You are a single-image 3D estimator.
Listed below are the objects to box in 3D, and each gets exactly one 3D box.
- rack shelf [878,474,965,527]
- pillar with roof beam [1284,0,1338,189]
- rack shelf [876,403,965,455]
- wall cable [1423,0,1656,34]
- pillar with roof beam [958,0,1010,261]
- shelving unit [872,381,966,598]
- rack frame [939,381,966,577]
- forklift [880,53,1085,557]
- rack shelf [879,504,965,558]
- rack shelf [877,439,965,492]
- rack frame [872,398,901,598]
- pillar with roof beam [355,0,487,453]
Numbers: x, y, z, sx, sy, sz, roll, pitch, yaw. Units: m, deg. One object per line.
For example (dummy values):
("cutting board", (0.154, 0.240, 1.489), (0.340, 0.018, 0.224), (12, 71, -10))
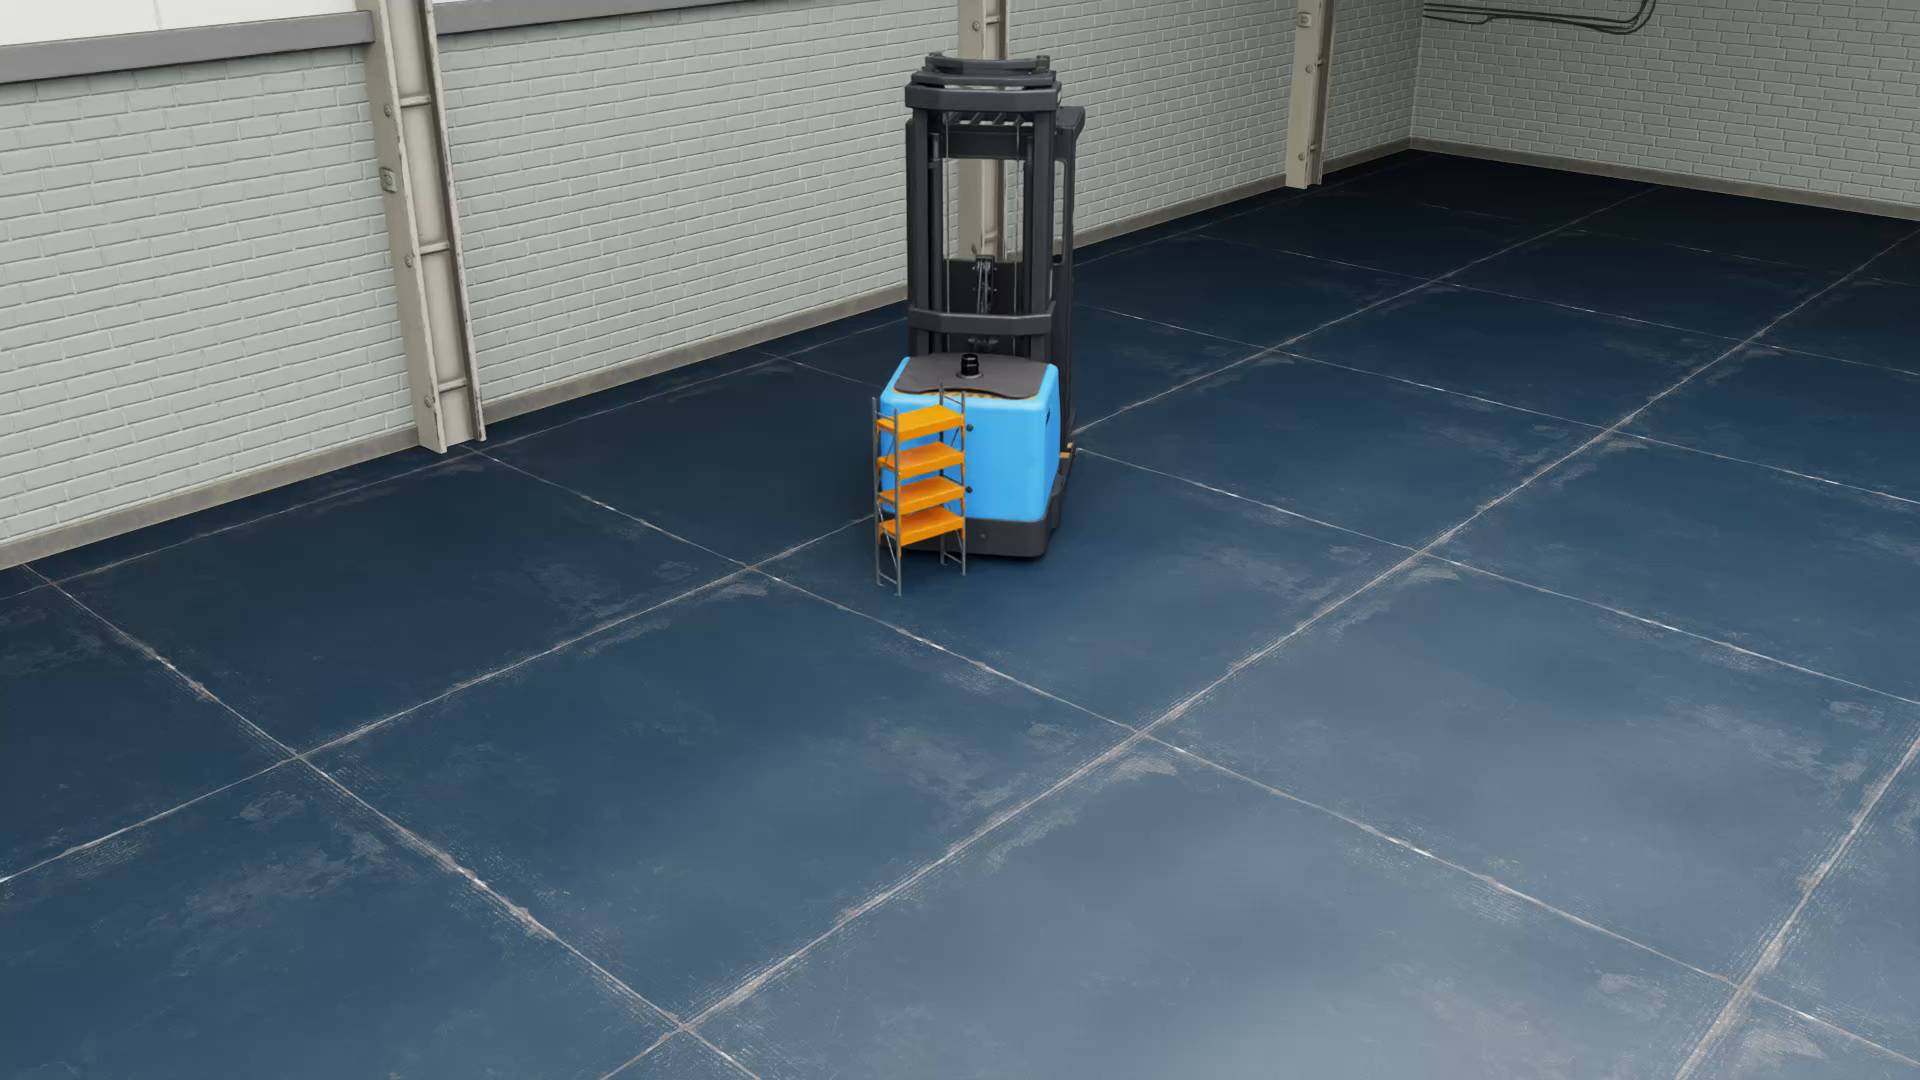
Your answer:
("rack shelf", (-0.239, -0.239, 9.982), (0.480, 0.148, 0.258), (-17, 29, -34))
("pillar with roof beam", (7.434, -7.321, 16.079), (9.100, 9.000, 0.400), (20, 31, 38))
("rack shelf", (-0.239, -0.659, 9.794), (0.480, 0.148, 0.258), (-17, 29, -34))
("wall cable", (7.179, -7.616, 20.532), (3.097, 2.526, 0.112), (20, 31, 38))
("pillar with roof beam", (3.429, -5.493, 12.002), (9.100, 9.000, 0.400), (20, 31, 38))
("shelving unit", (-0.239, -0.301, 9.954), (0.503, 1.200, 0.258), (-17, 29, -34))
("rack frame", (-0.045, -0.361, 10.089), (0.015, 1.200, 0.240), (-17, 29, -34))
("forklift", (0.233, -1.804, 11.191), (1.130, 2.935, 3.031), (4, 24, 8))
("rack shelf", (-0.239, -0.058, 10.063), (0.480, 0.148, 0.258), (-17, 29, -34))
("rack shelf", (-0.239, -0.444, 9.890), (0.480, 0.148, 0.258), (-17, 29, -34))
("rack frame", (-0.433, -0.240, 9.819), (0.015, 1.200, 0.240), (-17, 29, -34))
("pillar with roof beam", (-0.575, -3.665, 7.925), (9.100, 9.000, 0.400), (20, 31, 38))
